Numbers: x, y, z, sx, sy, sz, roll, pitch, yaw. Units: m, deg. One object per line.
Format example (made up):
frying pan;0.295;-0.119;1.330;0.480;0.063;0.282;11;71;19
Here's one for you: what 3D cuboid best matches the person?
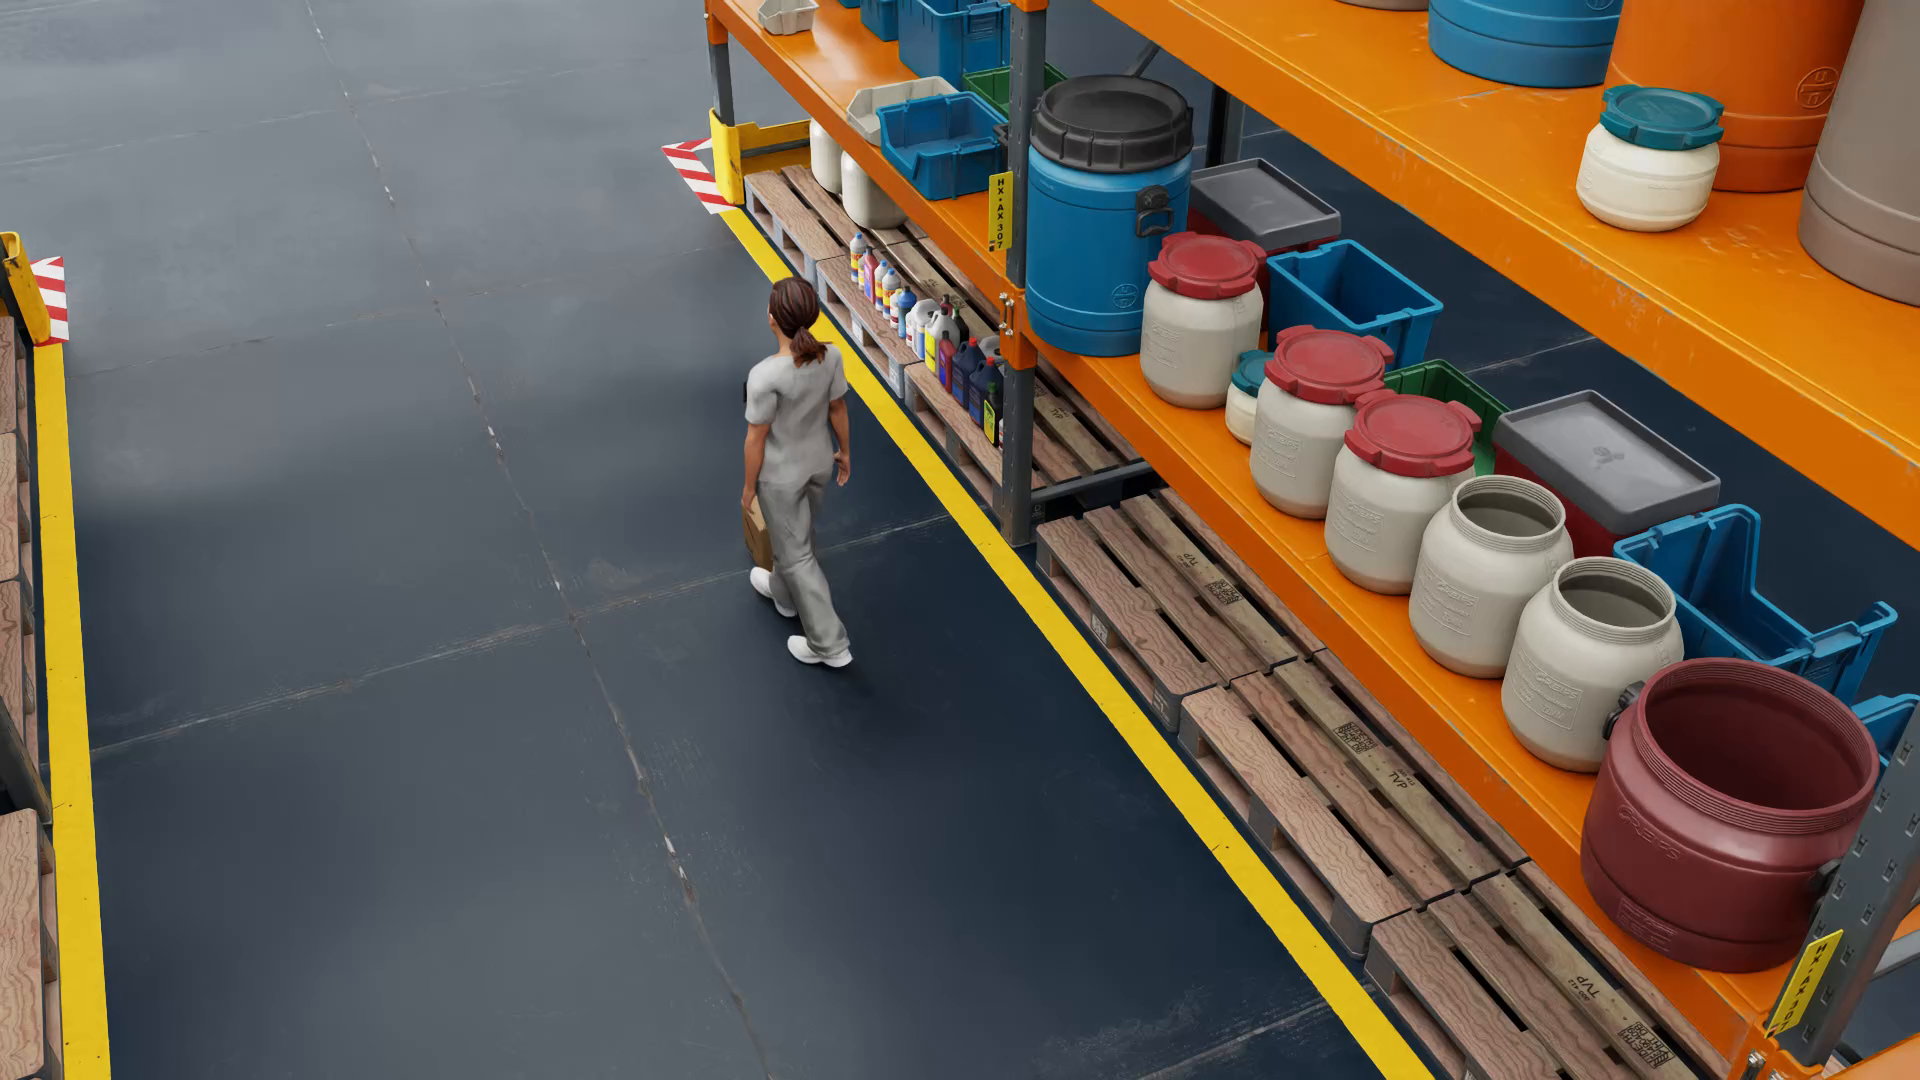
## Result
person;-0.671;-0.292;6.525;0.467;1.664;0.741;-31;47;-34
